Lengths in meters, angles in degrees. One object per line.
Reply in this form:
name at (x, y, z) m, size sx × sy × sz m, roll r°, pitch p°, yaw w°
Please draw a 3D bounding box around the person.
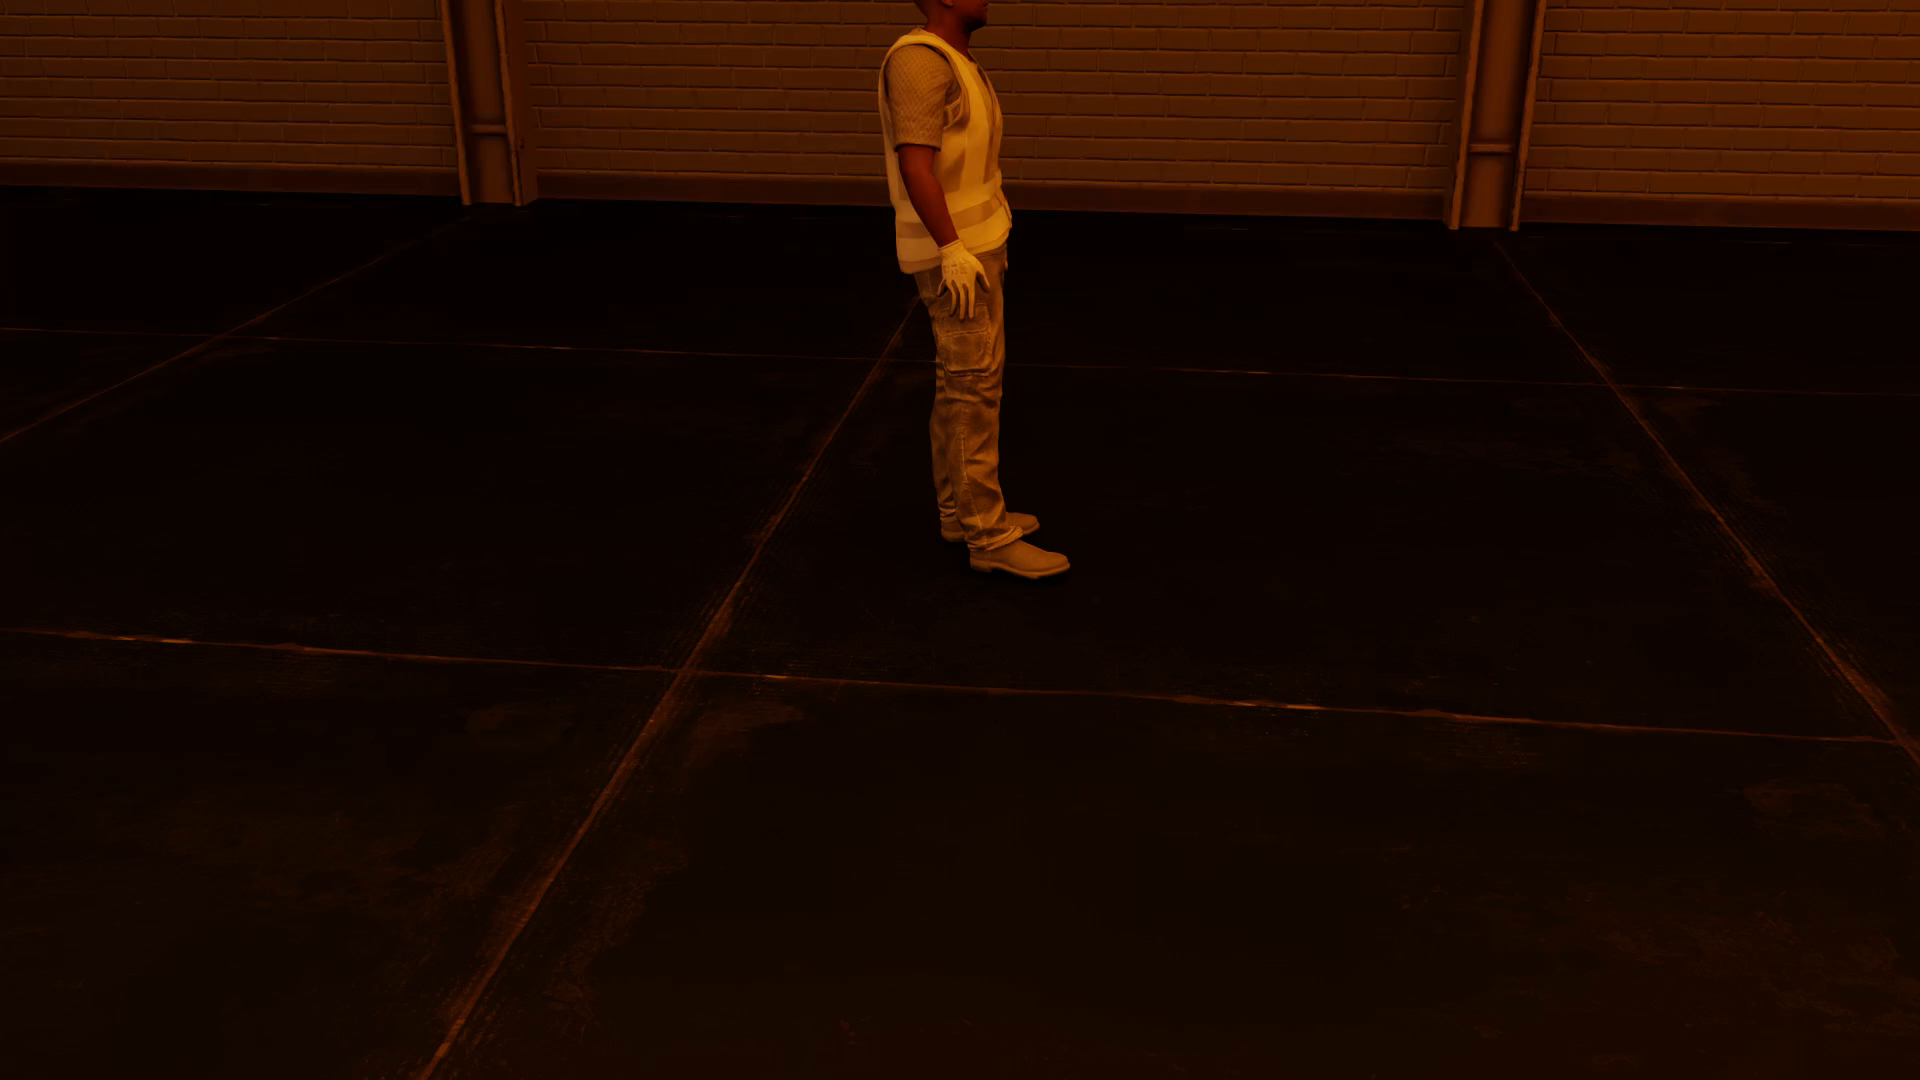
person at (0.071, -0.828, 4.825) m, size 0.575 × 1.785 × 0.657 m, roll 3°, pitch 22°, yaw 7°
